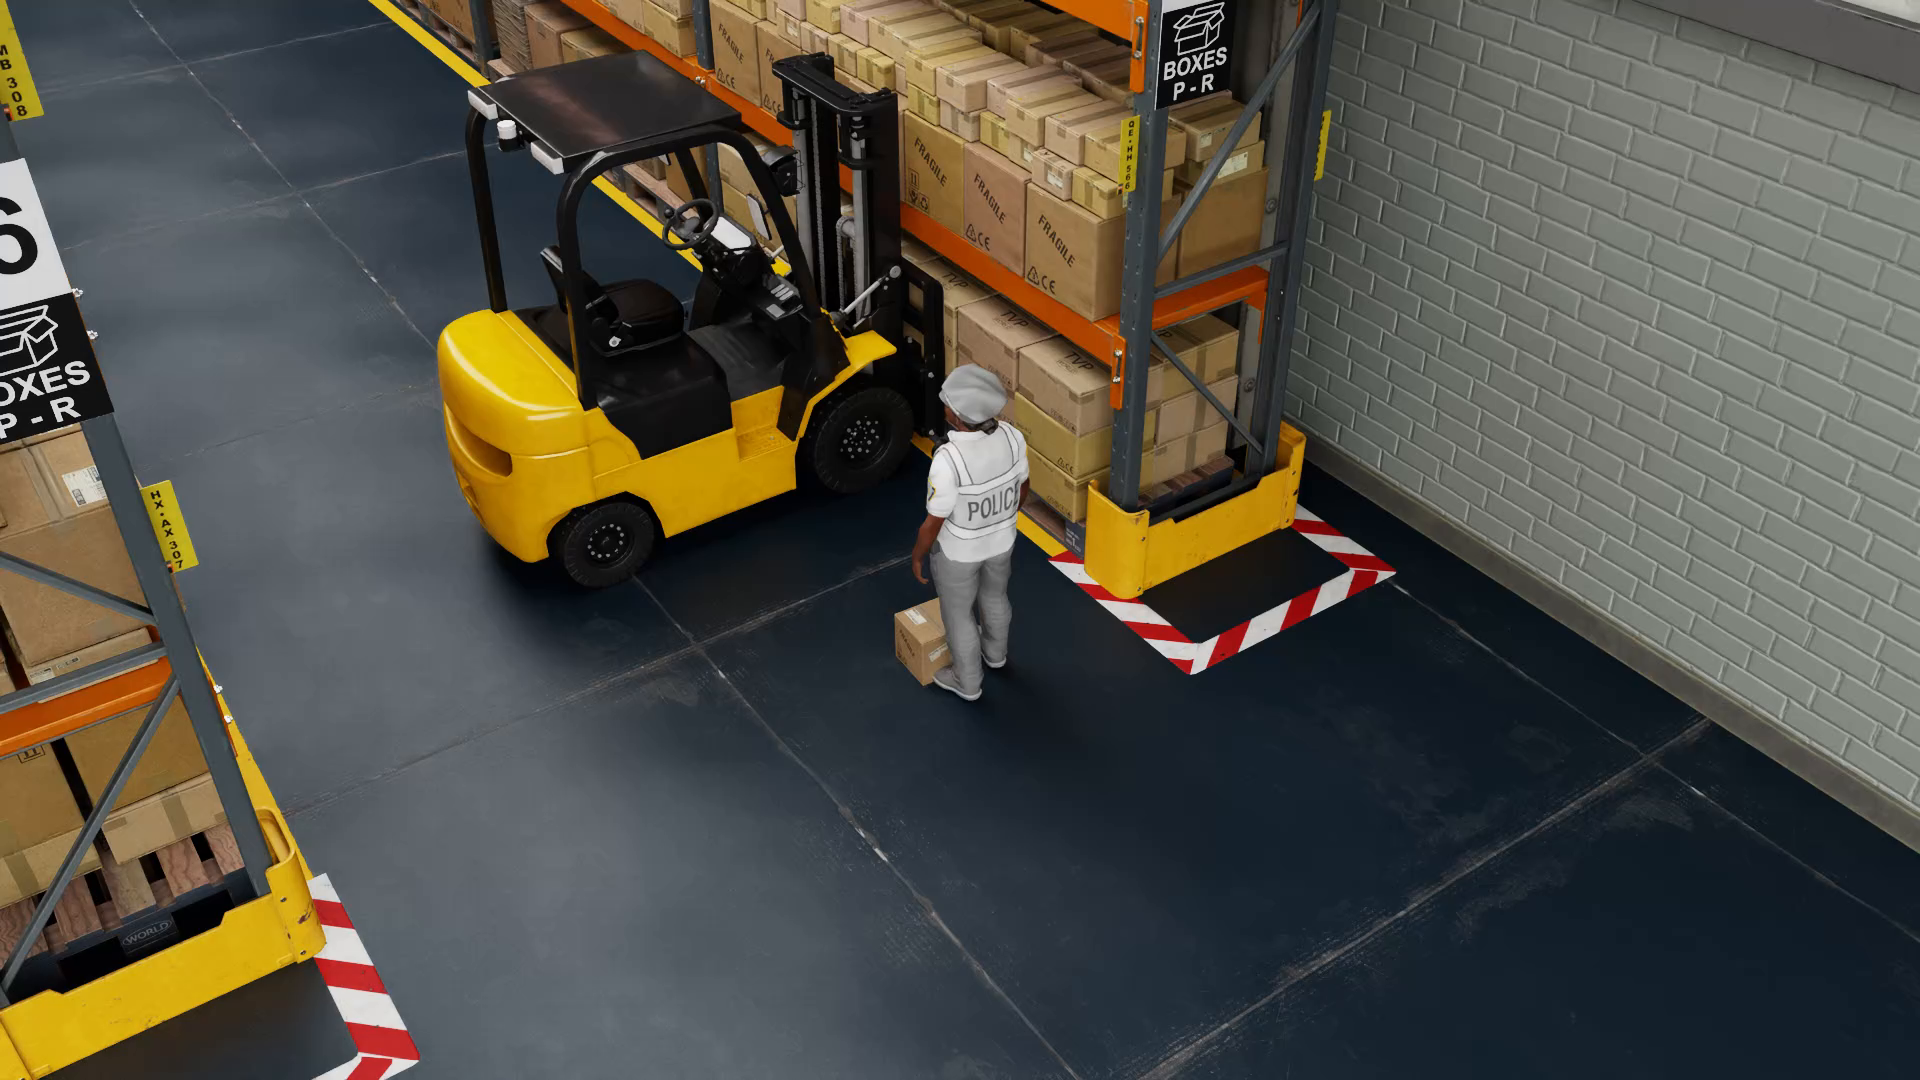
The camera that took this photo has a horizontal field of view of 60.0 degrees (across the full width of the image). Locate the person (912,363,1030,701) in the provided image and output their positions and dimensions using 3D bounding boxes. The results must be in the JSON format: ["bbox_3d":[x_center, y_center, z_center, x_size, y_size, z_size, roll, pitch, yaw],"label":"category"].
[{"bbox_3d":[0.019,-0.039,7.009,0.570,1.695,0.529,-23,42,-27],"label":"person"}]
